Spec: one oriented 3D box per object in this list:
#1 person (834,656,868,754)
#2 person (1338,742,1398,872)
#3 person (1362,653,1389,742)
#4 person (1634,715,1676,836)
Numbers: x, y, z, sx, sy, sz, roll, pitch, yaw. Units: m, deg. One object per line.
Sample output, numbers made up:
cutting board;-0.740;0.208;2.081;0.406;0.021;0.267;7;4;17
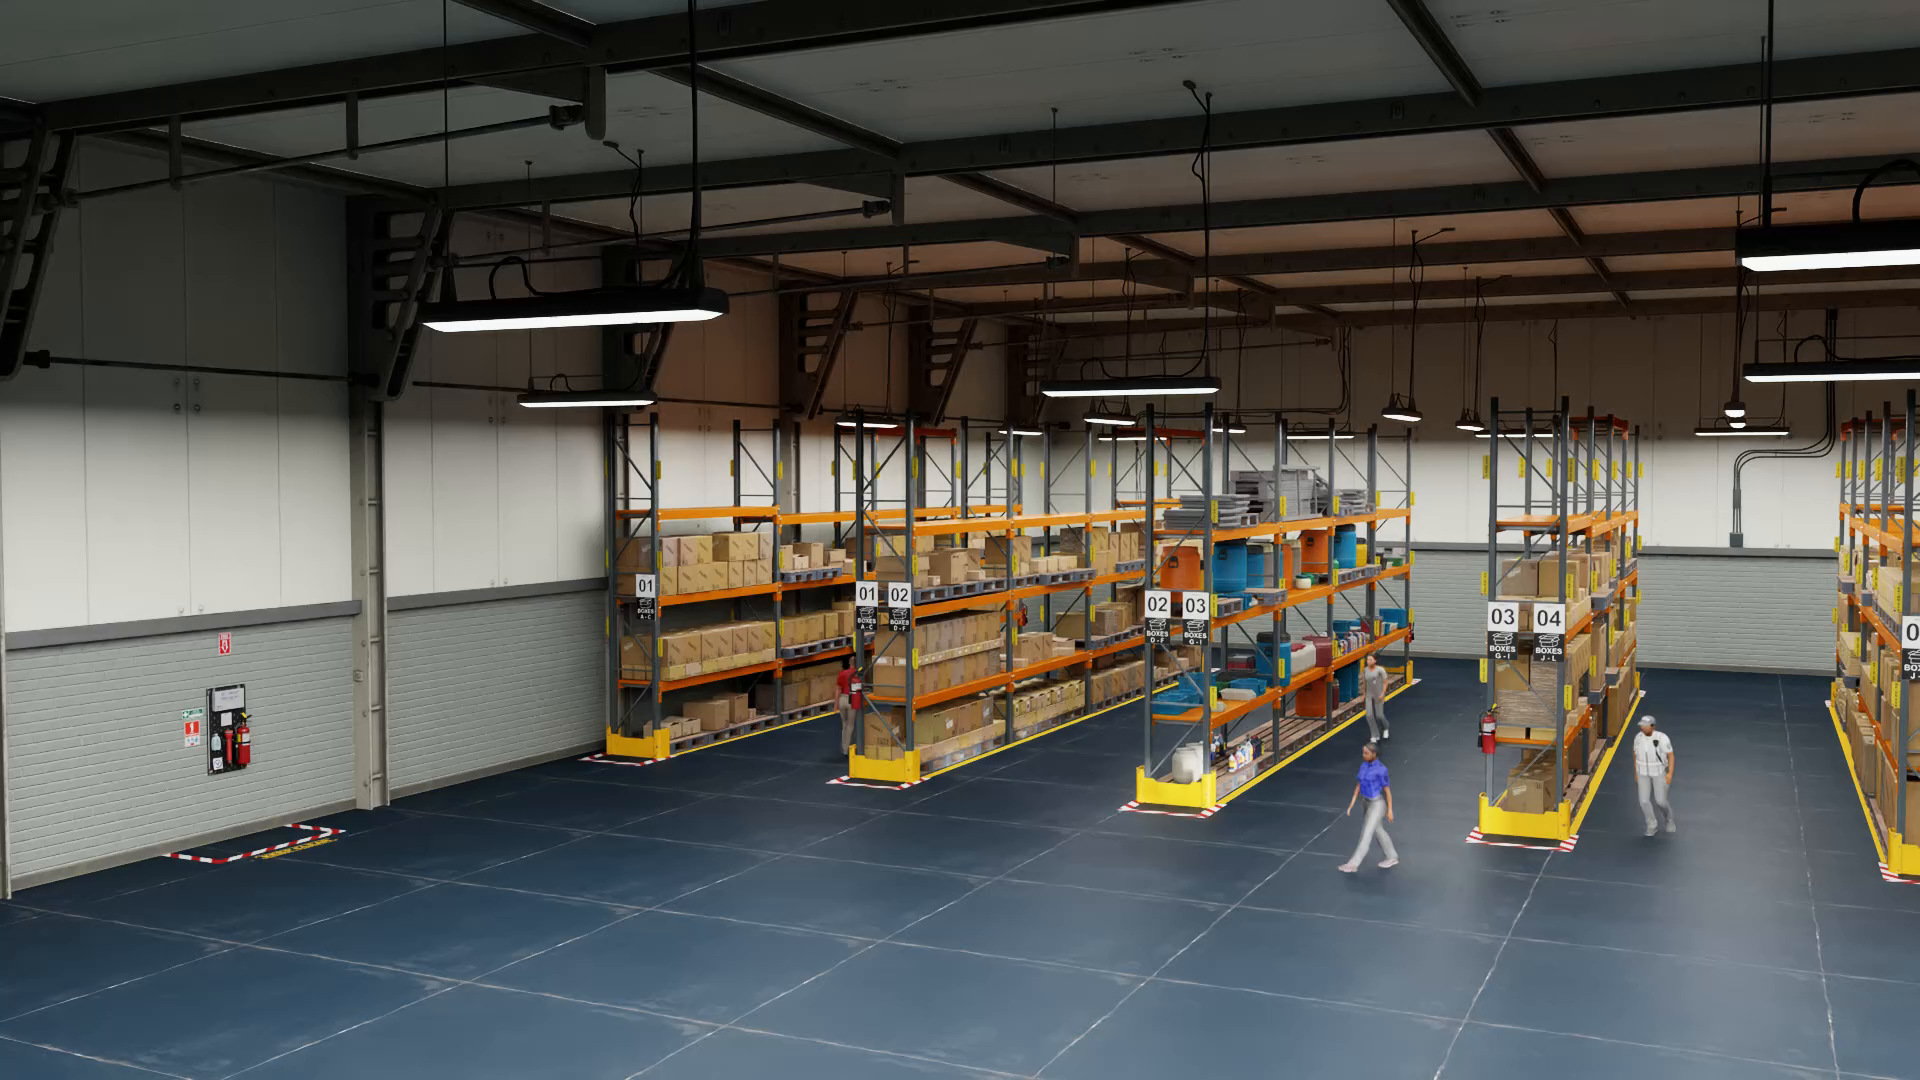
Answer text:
person;-1.912;2.941;29.273;0.557;1.781;0.602;1;3;22
person;5.058;3.310;20.678;1.019;1.601;0.474;-1;3;-19
person;7.712;2.891;30.742;0.501;1.652;0.608;2;3;38
person;9.540;3.225;22.876;0.553;1.647;0.552;2;3;42
